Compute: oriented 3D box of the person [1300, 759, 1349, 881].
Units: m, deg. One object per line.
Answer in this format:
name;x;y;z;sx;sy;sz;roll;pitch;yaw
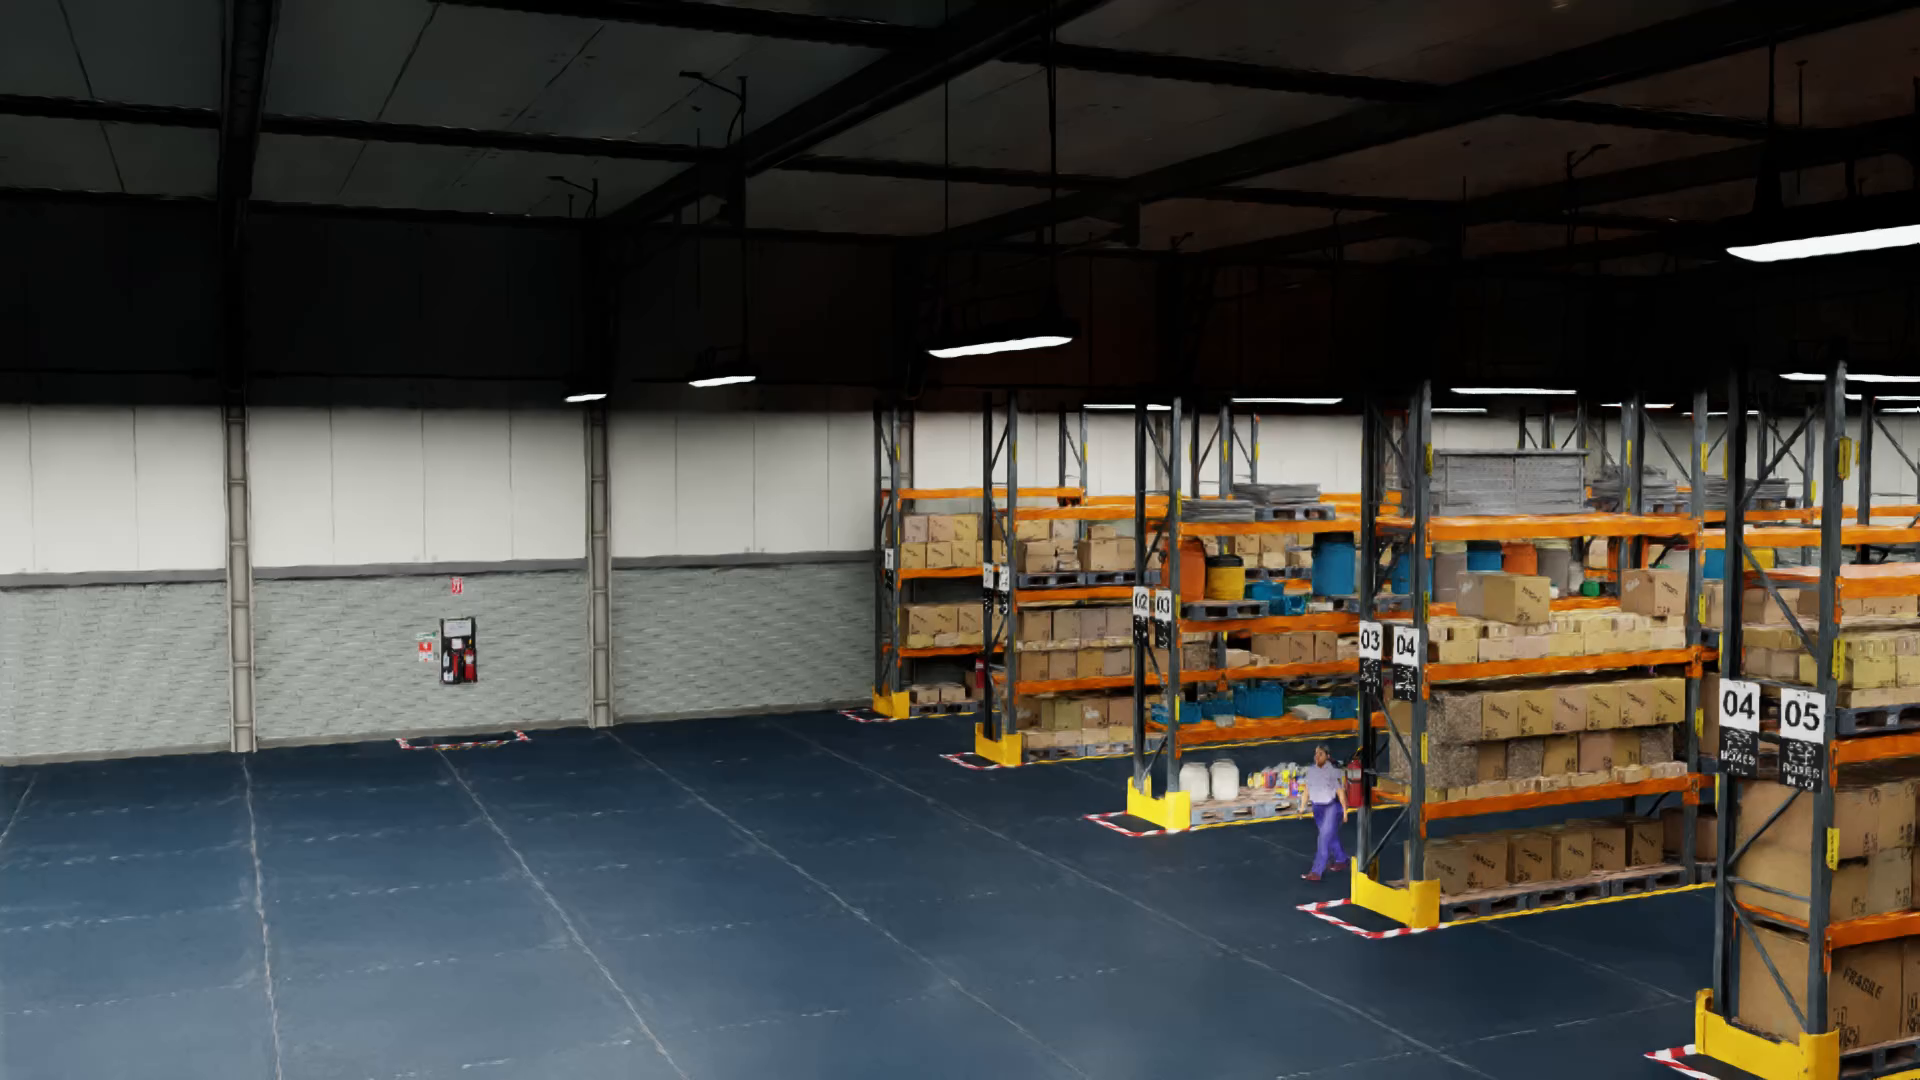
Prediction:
person;4.325;3.300;19.811;1.000;1.394;0.471;-2;4;-33
